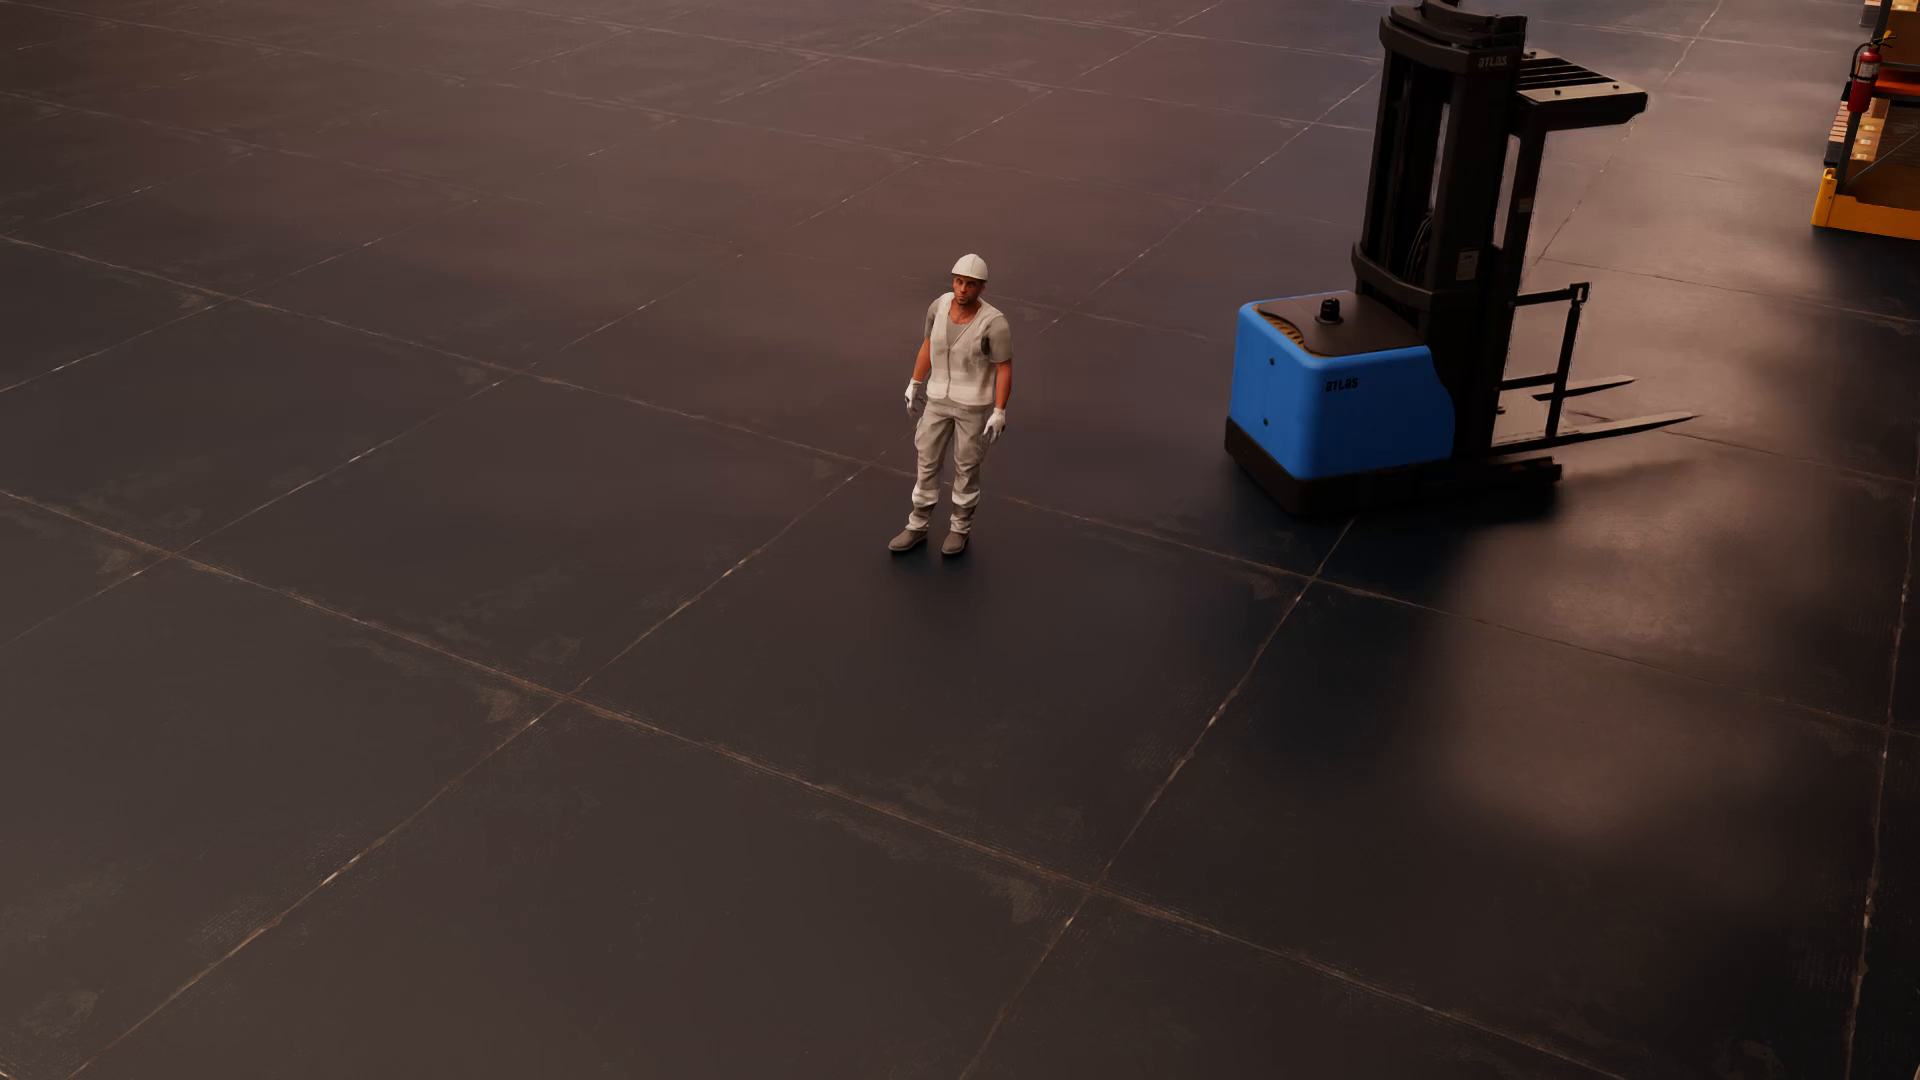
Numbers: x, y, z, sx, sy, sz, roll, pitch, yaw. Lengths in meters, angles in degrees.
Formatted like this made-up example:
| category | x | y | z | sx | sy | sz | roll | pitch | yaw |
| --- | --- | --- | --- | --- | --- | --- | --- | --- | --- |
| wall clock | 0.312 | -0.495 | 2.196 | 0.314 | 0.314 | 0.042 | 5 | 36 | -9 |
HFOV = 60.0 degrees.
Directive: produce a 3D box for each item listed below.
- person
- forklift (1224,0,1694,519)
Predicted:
| category | x | y | z | sx | sy | sz | roll | pitch | yaw |
| --- | --- | --- | --- | --- | --- | --- | --- | --- | --- |
| person | -0.049 | -0.749 | 9.497 | 0.638 | 1.787 | 0.564 | 15 | 33 | 25 |
| forklift | 3.307 | -1.822 | 10.228 | 3.031 | 2.935 | 1.130 | -9 | 31 | -15 |
